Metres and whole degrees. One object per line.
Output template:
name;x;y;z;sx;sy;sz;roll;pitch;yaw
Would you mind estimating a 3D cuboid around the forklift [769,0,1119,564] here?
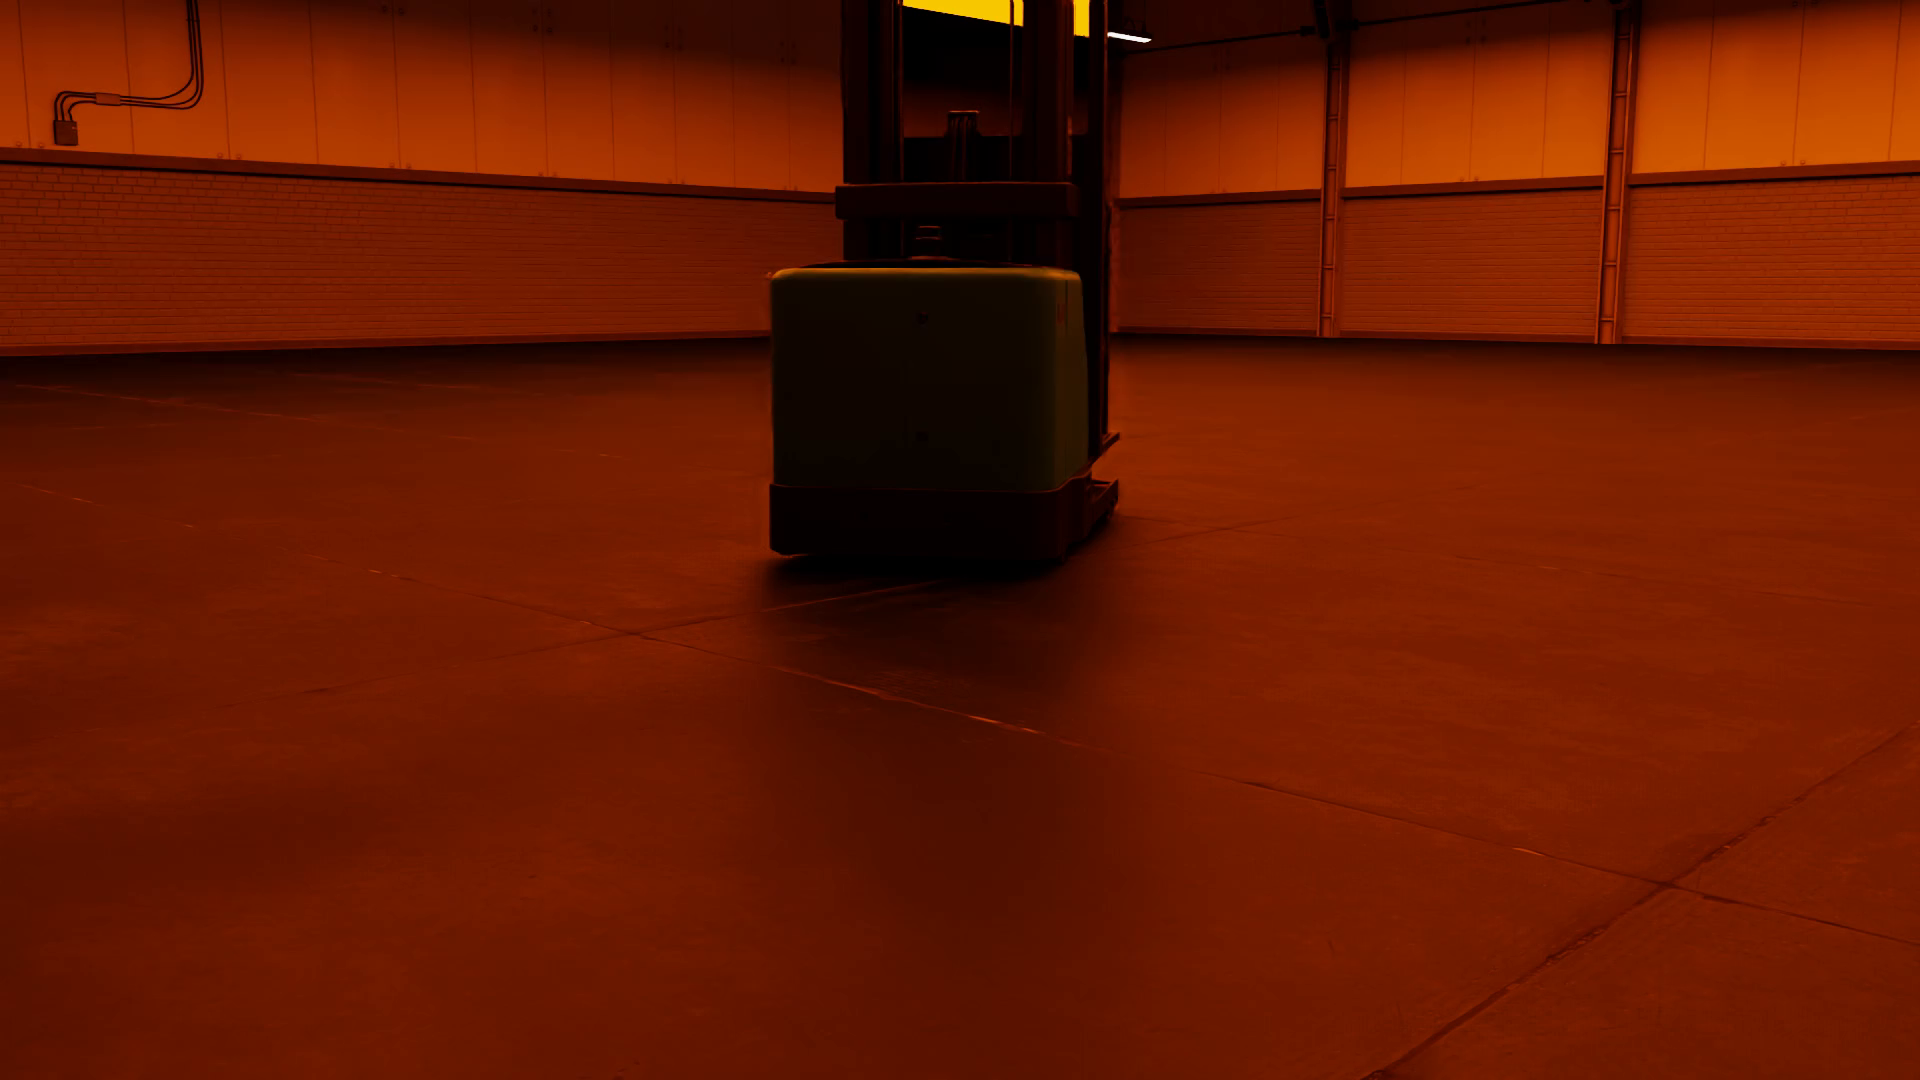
forklift;0.104;-1.540;7.103;1.130;2.935;3.031;2;9;11
